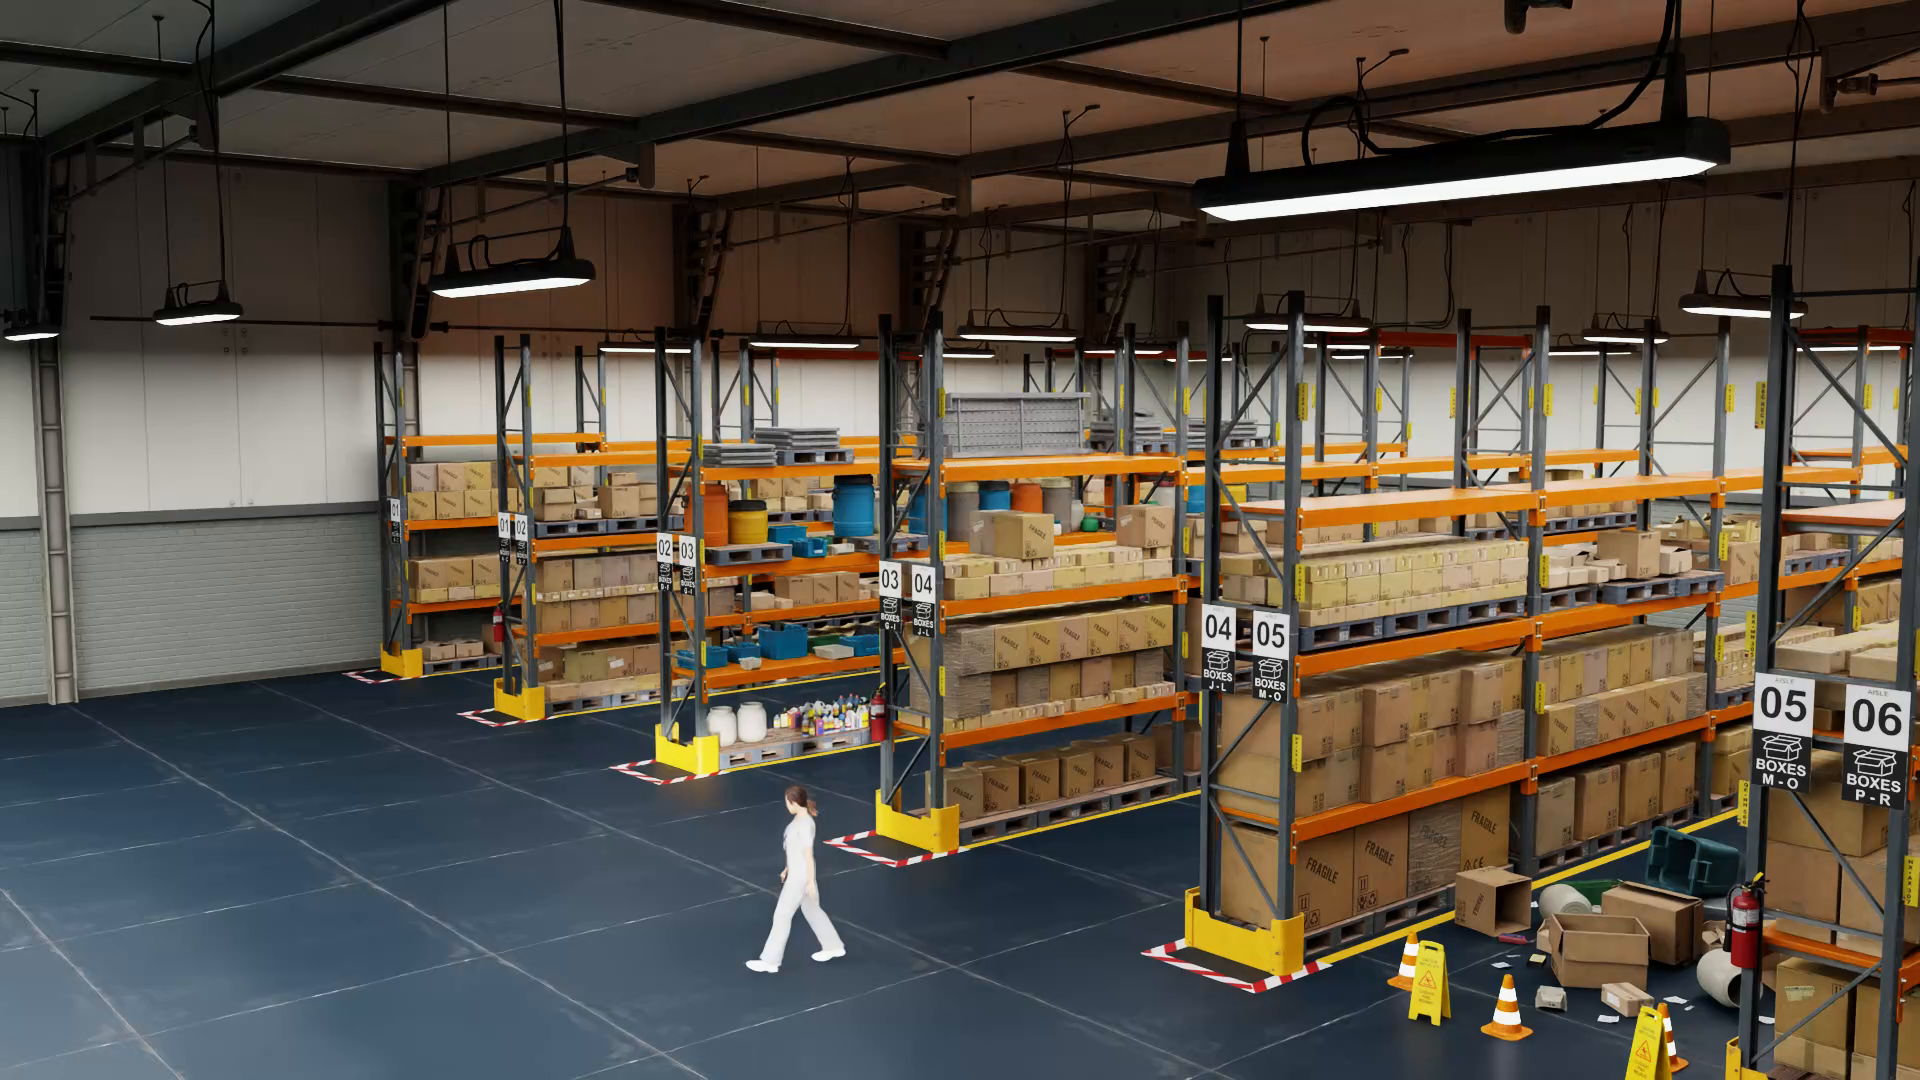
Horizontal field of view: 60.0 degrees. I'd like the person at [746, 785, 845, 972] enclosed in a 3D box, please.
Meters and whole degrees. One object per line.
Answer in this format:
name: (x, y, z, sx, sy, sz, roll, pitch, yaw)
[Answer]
person: (-1.469, 2.998, 14.854, 0.896, 1.641, 0.497, -1, 5, -8)
